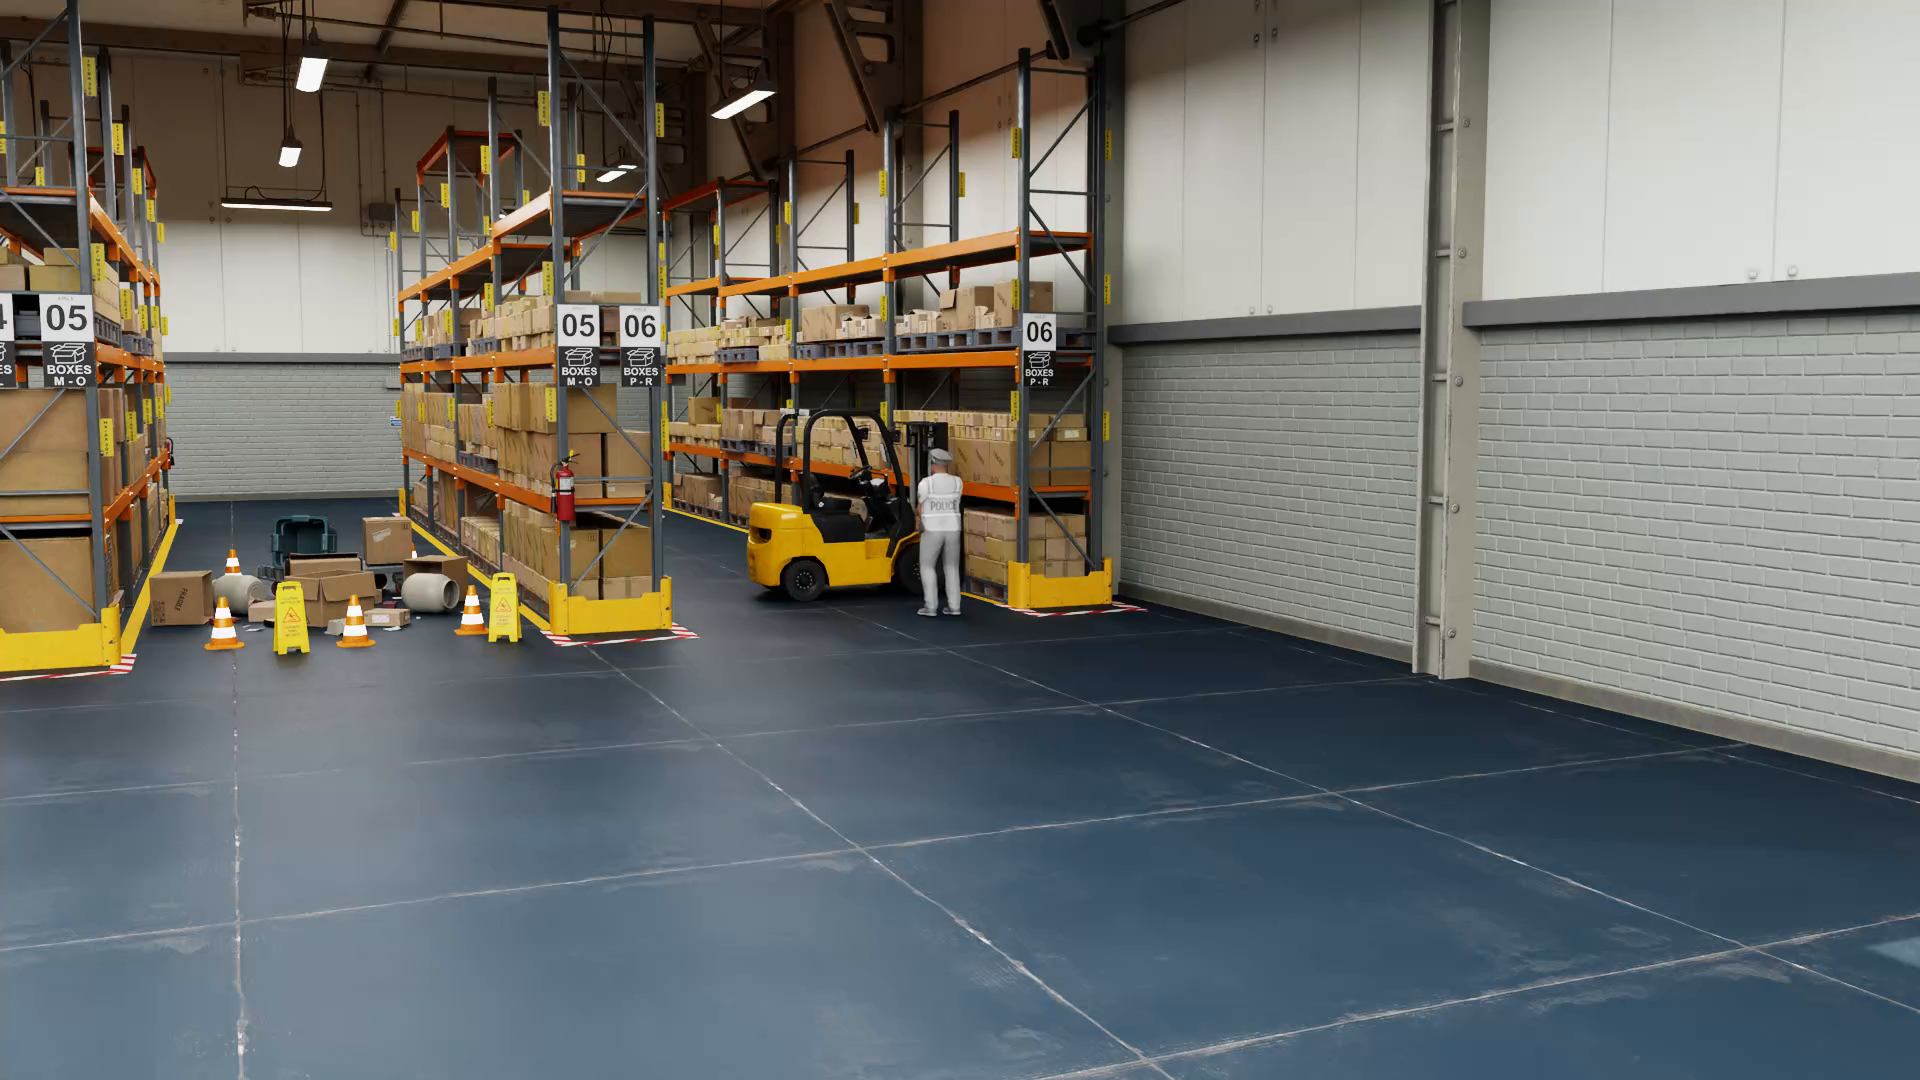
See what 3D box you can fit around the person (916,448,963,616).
[{"bbox_3d":[-0.248,-0.085,17.575,0.494,1.763,0.556,-2,6,-23],"label":"person"}]
